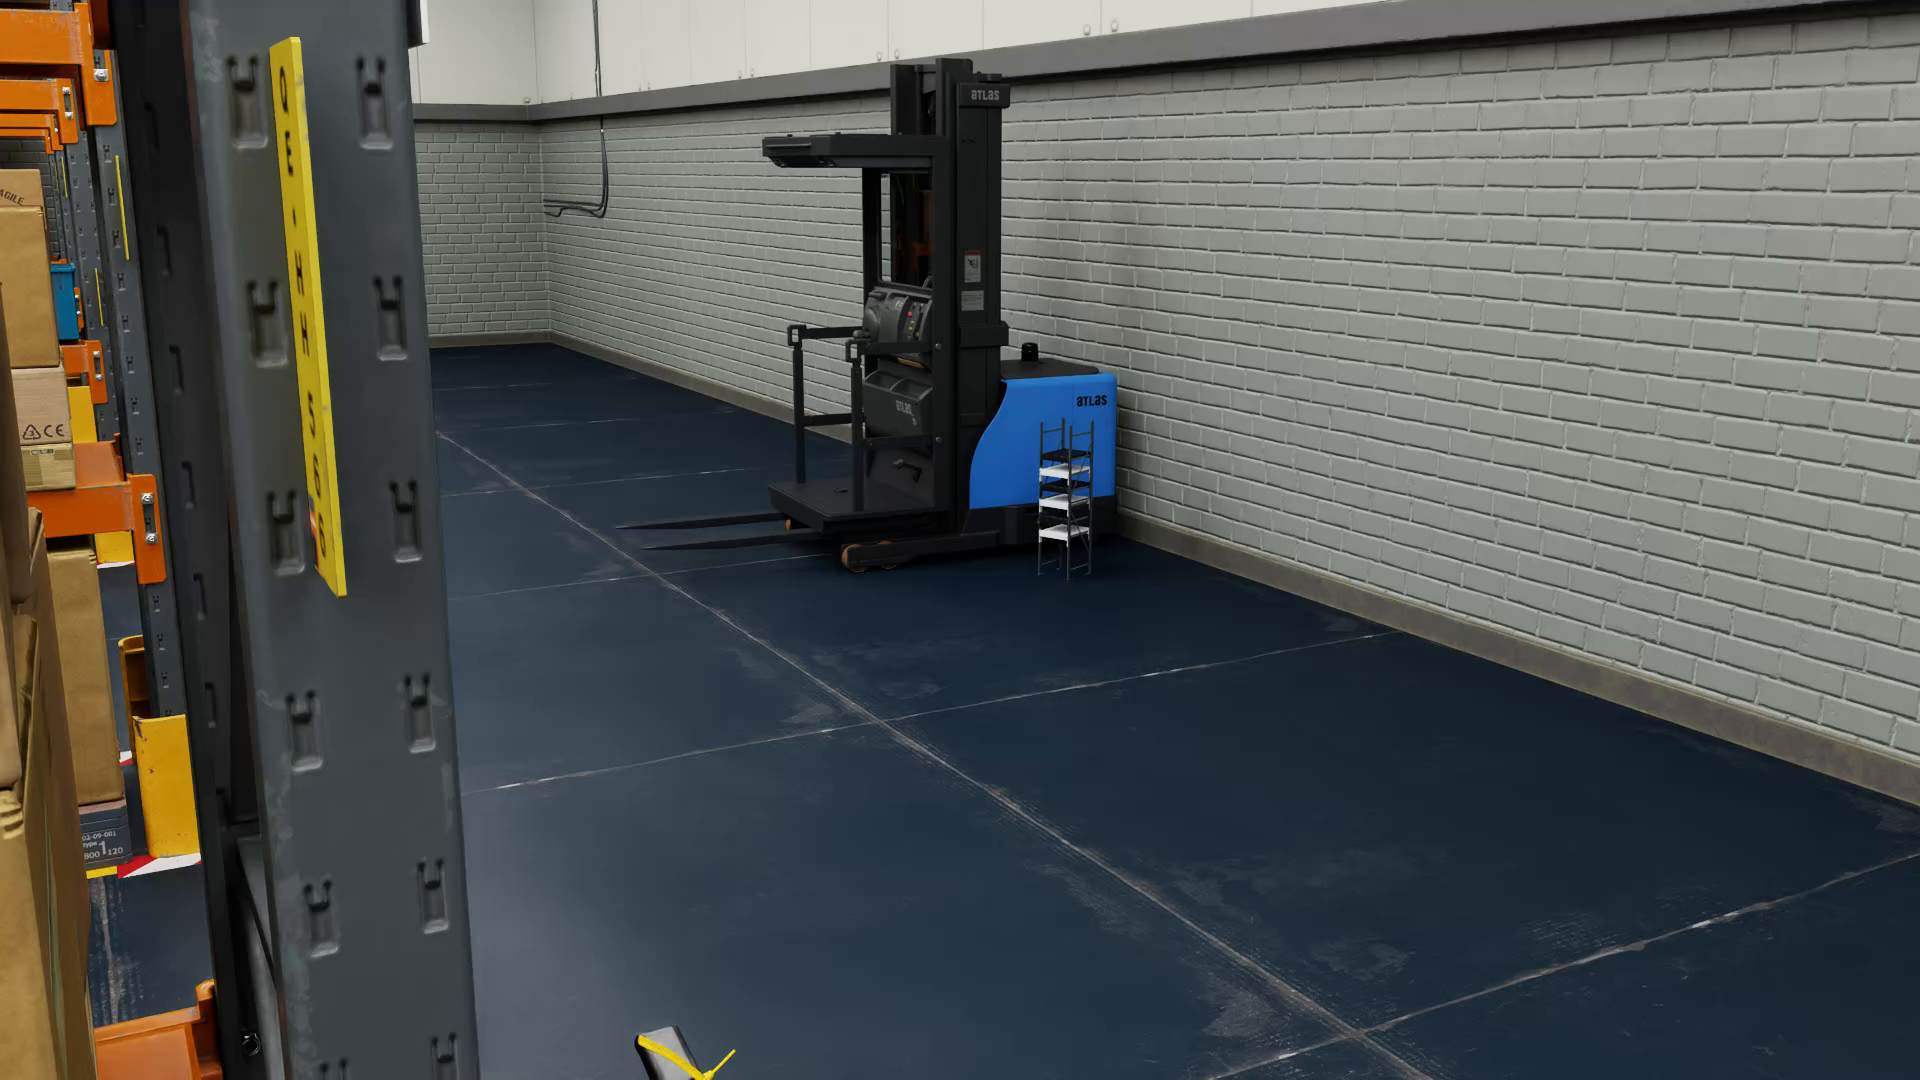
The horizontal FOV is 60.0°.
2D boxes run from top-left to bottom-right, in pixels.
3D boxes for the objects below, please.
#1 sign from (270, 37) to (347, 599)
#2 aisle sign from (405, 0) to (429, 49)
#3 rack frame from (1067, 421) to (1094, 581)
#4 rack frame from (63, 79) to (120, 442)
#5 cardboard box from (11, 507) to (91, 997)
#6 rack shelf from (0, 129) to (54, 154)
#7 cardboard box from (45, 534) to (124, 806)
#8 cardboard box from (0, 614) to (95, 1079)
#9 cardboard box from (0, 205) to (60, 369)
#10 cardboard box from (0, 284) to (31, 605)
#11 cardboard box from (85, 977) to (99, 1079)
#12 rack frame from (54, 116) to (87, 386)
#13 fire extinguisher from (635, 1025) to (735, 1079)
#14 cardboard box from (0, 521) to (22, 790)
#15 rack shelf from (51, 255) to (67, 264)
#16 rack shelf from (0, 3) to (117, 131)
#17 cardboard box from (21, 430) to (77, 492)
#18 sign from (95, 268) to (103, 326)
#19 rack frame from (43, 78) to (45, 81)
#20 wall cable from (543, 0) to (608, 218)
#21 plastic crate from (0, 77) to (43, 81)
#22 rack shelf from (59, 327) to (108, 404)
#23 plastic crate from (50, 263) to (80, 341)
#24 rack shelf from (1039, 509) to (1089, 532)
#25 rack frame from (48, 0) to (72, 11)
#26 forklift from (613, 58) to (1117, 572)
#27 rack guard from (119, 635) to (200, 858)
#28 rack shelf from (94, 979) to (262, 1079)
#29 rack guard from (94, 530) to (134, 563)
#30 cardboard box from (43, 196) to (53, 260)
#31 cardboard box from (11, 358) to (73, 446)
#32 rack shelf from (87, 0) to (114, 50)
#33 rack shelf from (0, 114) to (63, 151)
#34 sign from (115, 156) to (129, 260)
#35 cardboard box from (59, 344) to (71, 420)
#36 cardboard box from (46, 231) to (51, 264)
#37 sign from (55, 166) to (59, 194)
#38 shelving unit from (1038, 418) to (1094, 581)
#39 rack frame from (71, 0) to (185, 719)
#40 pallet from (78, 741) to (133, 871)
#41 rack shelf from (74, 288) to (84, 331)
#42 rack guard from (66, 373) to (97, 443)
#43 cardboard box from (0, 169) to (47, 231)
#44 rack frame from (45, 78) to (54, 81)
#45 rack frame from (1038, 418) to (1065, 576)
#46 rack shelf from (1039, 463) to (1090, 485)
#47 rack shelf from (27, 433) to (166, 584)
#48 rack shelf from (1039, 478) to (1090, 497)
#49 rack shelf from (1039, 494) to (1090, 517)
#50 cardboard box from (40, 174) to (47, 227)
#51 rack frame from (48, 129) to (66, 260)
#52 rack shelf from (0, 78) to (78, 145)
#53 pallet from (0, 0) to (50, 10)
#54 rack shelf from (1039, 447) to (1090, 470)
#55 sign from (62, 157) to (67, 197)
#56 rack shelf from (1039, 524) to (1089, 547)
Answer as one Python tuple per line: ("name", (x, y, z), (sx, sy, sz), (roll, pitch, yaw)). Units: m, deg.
("sign", (-0.396, -0.132, 1.009), (0.005, 0.325, 0.100), (-7, 14, -28))
("aisle sign", (-0.436, -0.741, 1.147), (0.004, 0.787, 0.394), (-7, 14, -28))
("rack frame", (0.692, -0.225, 9.558), (0.006, 0.900, 0.240), (10, 16, 37))
("rack frame", (-5.305, -1.443, 10.191), (0.127, 3.000, 1.000), (-7, 14, -28))
("cardboard box", (-1.171, 0.278, 1.638), (0.500, 0.500, 0.500), (-6, 14, -25))
("rack shelf", (-11.808, -4.255, 17.490), (4.000, 0.370, 1.077), (-7, 14, -28))
("cardboard box", (-3.455, 0.425, 5.769), (0.875, 0.875, 0.875), (-7, 14, -28))
("cardboard box", (-0.915, 0.380, 1.181), (0.500, 0.500, 0.500), (-7, 14, -27))
("cardboard box", (-3.234, -0.825, 5.399), (0.500, 0.500, 0.500), (-7, 14, -27))
("cardboard box", (-1.165, -0.208, 1.519), (0.500, 0.500, 0.500), (-7, 14, -28))
("cardboard box", (-1.085, 0.571, 1.812), (0.250, 0.149, 0.380), (-7, 14, -28))
("rack frame", (-7.675, -2.398, 14.435), (0.127, 3.000, 1.000), (-7, 14, -28))
("fire extinguisher", (-0.202, 0.760, 1.427), (0.183, 0.674, 0.296), (-7, 14, -28))
("cardboard box", (-0.927, -0.108, 1.075), (0.500, 0.500, 0.500), (-7, 15, -29))
("rack shelf", (-11.808, -2.791, 17.819), (4.000, 0.370, 1.077), (-7, 14, -28))
("rack shelf", (-4.687, -1.391, 4.765), (4.000, 0.370, 1.077), (-7, 14, -28))
("cardboard box", (-3.087, -0.265, 5.529), (0.250, 0.149, 0.380), (-7, 14, -27))
("sign", (-5.027, -1.419, 9.710), (0.005, 0.325, 0.100), (-7, 14, -28))
("rack frame", (-10.052, -6.279, 18.016), (0.127, 3.000, 1.000), (-7, 14, -28))
("wall cable", (-4.916, -5.291, 20.695), (0.112, 2.526, 3.097), (-7, 14, -28))
("plastic crate", (-5.777, -2.856, 9.935), (0.590, 0.269, 0.497), (-7, 14, -28))
("rack shelf", (-7.061, -0.882, 9.335), (4.000, 0.370, 1.077), (-7, 14, -28))
("plastic crate", (-5.510, -1.419, 9.864), (0.499, 0.435, 0.616), (-7, 14, -28))
("rack shelf", (0.612, -0.118, 9.646), (0.200, 0.077, 0.258), (10, 16, 37))
("rack frame", (-5.305, -4.370, 9.533), (0.127, 3.000, 1.000), (-7, 14, -28))
("forklift", (-0.566, -1.371, 10.027), (3.031, 2.935, 1.130), (-6, 14, -25))
("rack guard", (-2.911, 0.728, 6.236), (0.348, 0.500, 1.175), (-7, 14, -28))
("rack shelf", (-2.400, 1.039, 0.800), (4.000, 0.370, 1.077), (-7, 14, -28))
("rack guard", (-5.290, -0.229, 10.488), (0.348, 0.500, 1.175), (-7, 14, -28))
("cardboard box", (-10.495, -3.443, 18.395), (0.700, 0.700, 0.980), (-6, 14, -25))
("cardboard box", (-3.230, -0.459, 5.480), (0.500, 0.250, 0.500), (-7, 15, -29))
("rack shelf", (-2.400, -0.425, 0.470), (4.000, 0.370, 1.077), (-7, 14, -28))
("rack shelf", (-9.431, -3.300, 13.249), (4.000, 0.370, 1.077), (-7, 14, -28))
("sign", (-2.684, -1.063, 5.326), (0.005, 0.325, 0.100), (-7, 14, -28))
("cardboard box", (-3.483, -0.562, 5.941), (0.500, 0.250, 0.500), (-7, 15, -29))
("cardboard box", (-7.938, -2.348, 13.981), (0.500, 0.500, 0.500), (-6, 14, -26))
("sign", (-9.804, -3.927, 18.051), (0.005, 0.325, 0.100), (-7, 14, -28))
("shelving unit", (0.612, -0.238, 9.619), (0.210, 0.900, 0.258), (10, 16, 37))
("rack frame", (-2.932, -0.489, 5.950), (0.127, 3.000, 1.000), (-7, 14, -28))
("pallet", (-3.596, 0.971, 5.815), (1.213, 0.211, 1.003), (-7, 14, -28))
("rack shelf", (-9.431, -1.837, 13.579), (4.000, 0.370, 1.077), (-7, 14, -28))
("rack guard", (-7.742, -1.171, 14.674), (0.348, 0.500, 1.175), (-7, 14, -28))
("cardboard box", (-7.934, -2.835, 13.870), (0.500, 0.500, 0.500), (-7, 14, -28))
("rack frame", (-7.675, -5.325, 13.776), (0.127, 3.000, 1.000), (-7, 14, -28))
("rack frame", (0.532, -0.252, 9.681), (0.006, 0.900, 0.240), (10, 16, 37))
("rack shelf", (0.612, -0.382, 9.587), (0.200, 0.077, 0.258), (10, 16, 37))
("rack shelf", (-4.687, 0.072, 5.094), (4.000, 0.370, 1.077), (-7, 14, -28))
("rack shelf", (0.612, -0.294, 9.607), (0.200, 0.077, 0.258), (10, 16, 37))
("rack shelf", (0.612, -0.206, 9.627), (0.200, 0.077, 0.258), (10, 16, 37))
("cardboard box", (-8.191, -2.939, 14.332), (0.500, 0.500, 0.500), (-6, 14, -26))
("rack frame", (-10.052, -3.353, 18.675), (0.127, 3.000, 1.000), (-7, 14, -28))
("rack shelf", (-7.061, -2.345, 9.006), (4.000, 0.370, 1.077), (-7, 14, -28))
("pallet", (-3.578, -1.829, 5.275), (1.213, 0.211, 1.003), (-7, 14, -28))
("rack shelf", (0.612, -0.469, 9.567), (0.200, 0.077, 0.258), (10, 16, 37))
("sign", (-7.427, -3.008, 13.788), (0.005, 0.325, 0.100), (-7, 14, -28))
("rack shelf", (0.612, -0.030, 9.666), (0.200, 0.077, 0.258), (10, 16, 37))
